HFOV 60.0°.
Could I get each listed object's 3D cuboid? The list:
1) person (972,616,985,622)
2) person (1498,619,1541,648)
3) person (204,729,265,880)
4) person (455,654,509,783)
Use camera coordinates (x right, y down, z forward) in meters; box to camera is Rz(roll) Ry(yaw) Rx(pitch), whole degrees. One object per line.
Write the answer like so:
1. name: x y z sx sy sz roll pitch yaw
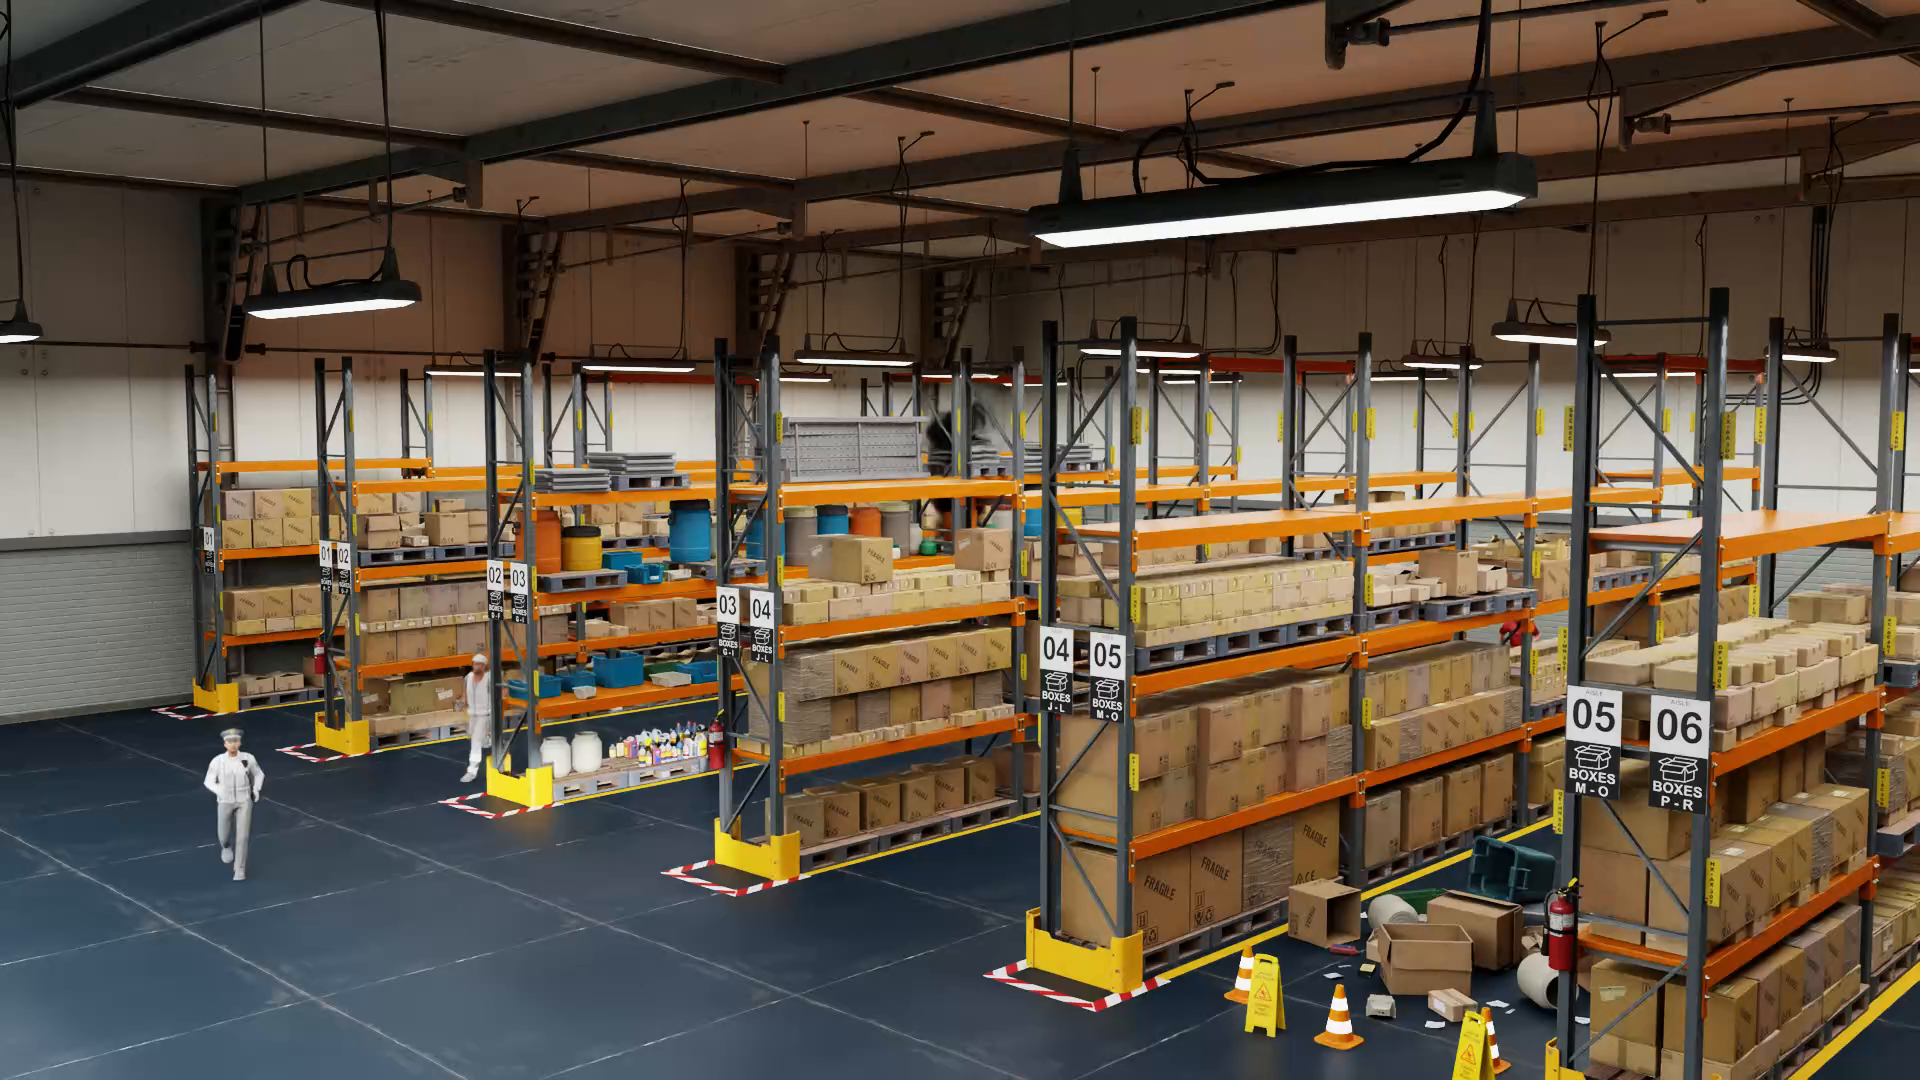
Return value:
1. person: 0.162 1.751 31.771 0.538 1.623 0.637 4 6 44
2. person: 9.882 2.053 29.339 0.701 1.739 0.887 1 4 9
3. person: -8.085 2.914 18.561 0.623 1.656 0.727 -2 5 -25
4. person: -6.761 2.488 23.602 0.665 1.769 0.994 2 5 22
